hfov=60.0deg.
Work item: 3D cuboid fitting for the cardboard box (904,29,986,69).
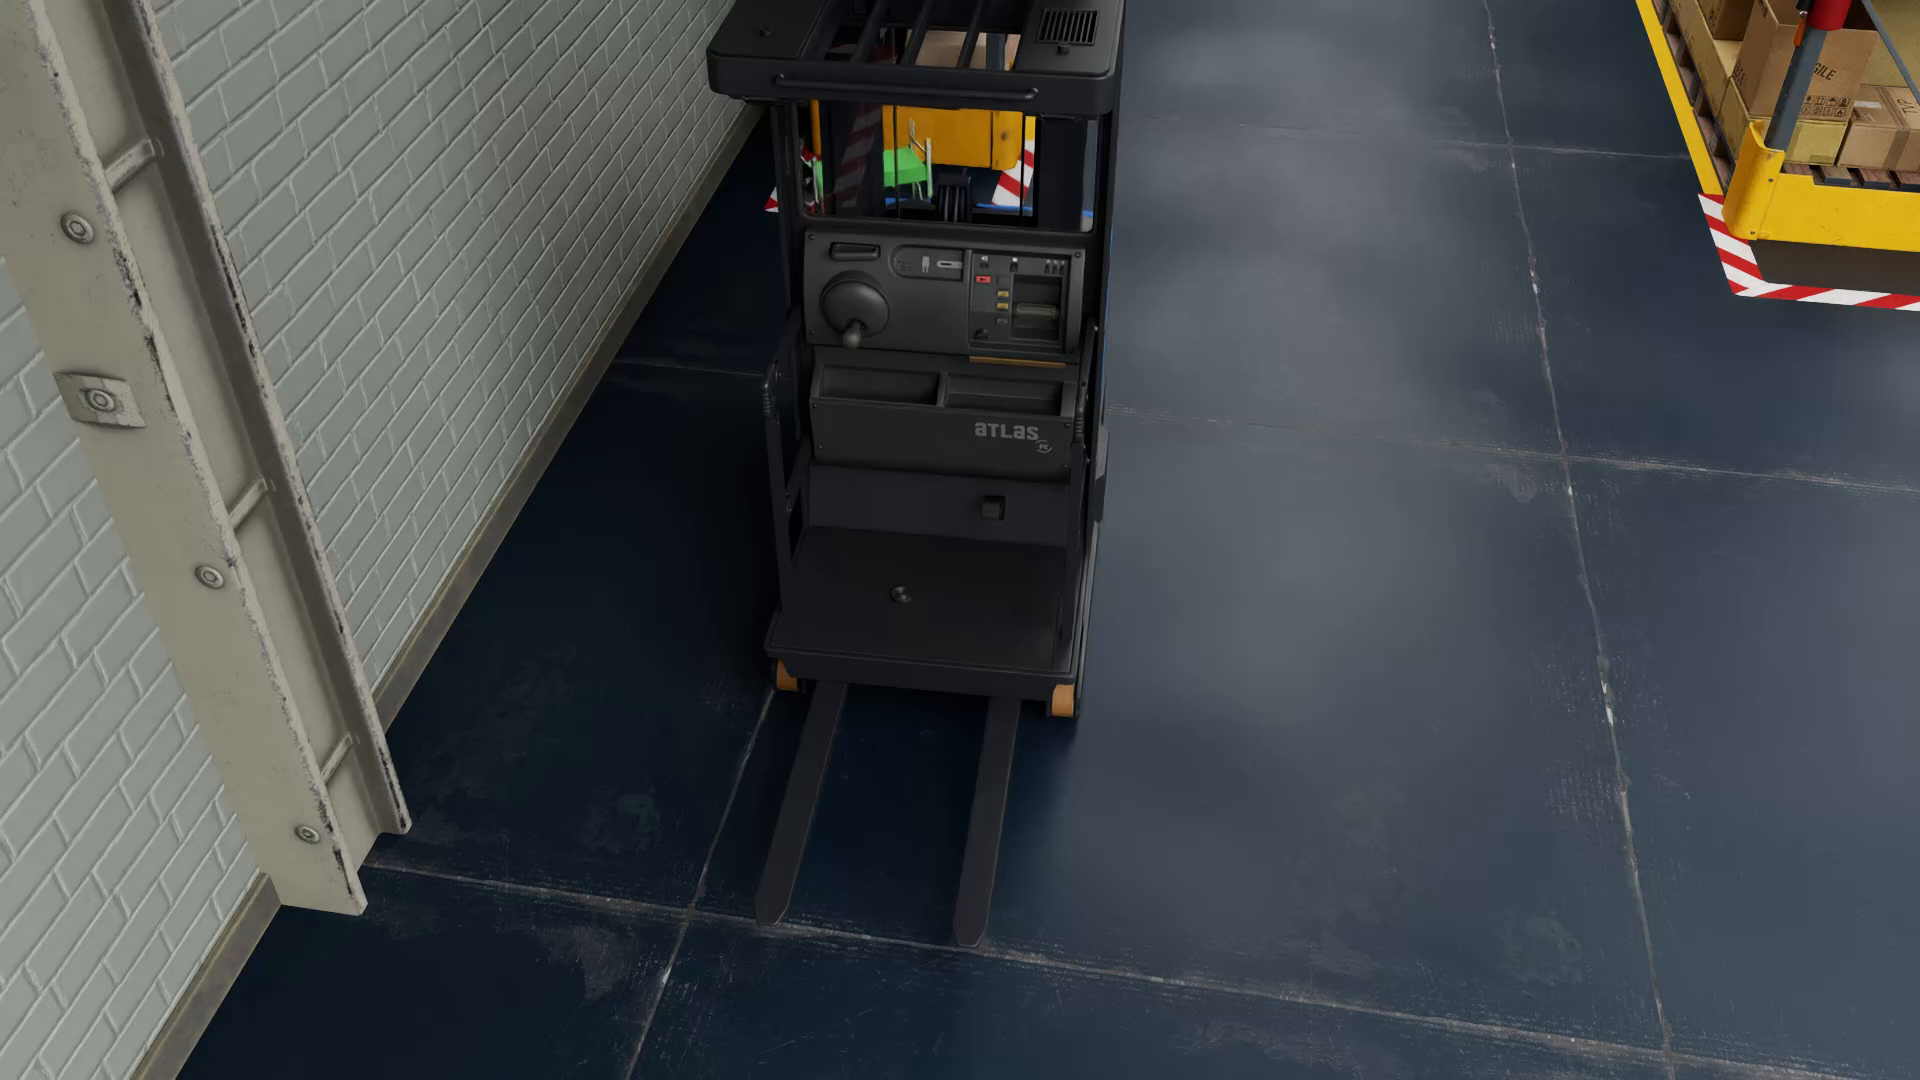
[{"bbox_3d":[-0.051,-2.888,9.654,0.500,0.311,0.500,2,40,3],"label":"cardboard box"}]

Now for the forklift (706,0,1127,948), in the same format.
[{"bbox_3d":[-0.083,-0.733,5.336,1.130,2.935,3.031,5,40,6],"label":"forklift"}]

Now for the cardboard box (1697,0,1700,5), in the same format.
[{"bbox_3d":[4.666,-3.490,9.857,0.500,0.500,0.500,6,40,8],"label":"cardboard box"}]

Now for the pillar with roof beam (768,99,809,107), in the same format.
[{"bbox_3d":[3.250,-5.702,6.585,9.100,9.000,0.400,6,40,8],"label":"pillar with roof beam"}]

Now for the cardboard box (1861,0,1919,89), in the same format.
[{"bbox_3d":[5.017,-2.804,9.027,0.500,0.500,0.500,6,40,8],"label":"cardboard box"}]

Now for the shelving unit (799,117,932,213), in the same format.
[{"bbox_3d":[-0.384,-1.179,7.218,0.503,1.200,0.258,-13,36,-15],"label":"shelving unit"}]

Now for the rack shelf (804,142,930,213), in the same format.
[{"bbox_3d":[-0.395,-1.520,6.981,0.480,0.148,0.258,-13,36,-15],"label":"rack shelf"}]

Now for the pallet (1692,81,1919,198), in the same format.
[{"bbox_3d":[4.711,-2.196,9.241,1.003,0.211,1.213,6,40,8],"label":"pallet"}]

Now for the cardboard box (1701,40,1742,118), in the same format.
[{"bbox_3d":[4.497,-2.573,9.336,0.500,0.250,0.500,6,40,8],"label":"cardboard box"}]

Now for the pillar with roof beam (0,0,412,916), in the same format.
[{"bbox_3d":[2.212,-1.937,2.031,9.100,9.000,0.400,6,40,8],"label":"pillar with roof beam"}]

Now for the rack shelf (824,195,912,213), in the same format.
[{"bbox_3d":[-0.389,-1.324,7.118,0.480,0.148,0.258,-13,36,-15],"label":"rack shelf"}]

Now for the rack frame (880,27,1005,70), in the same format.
[{"bbox_3d":[-0.259,-3.330,8.424,1.000,3.000,0.127,6,40,8],"label":"rack frame"}]

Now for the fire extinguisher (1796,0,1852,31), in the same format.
[{"bbox_3d":[4.142,-2.734,7.763,0.296,0.674,0.183,6,40,8],"label":"fire extinguisher"}]

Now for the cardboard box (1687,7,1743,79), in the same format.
[{"bbox_3d":[4.581,-2.887,9.716,0.500,0.250,0.500,6,40,8],"label":"cardboard box"}]

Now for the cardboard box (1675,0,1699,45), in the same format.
[{"bbox_3d":[4.670,-3.200,10.095,0.500,0.250,0.500,6,40,8],"label":"cardboard box"}]

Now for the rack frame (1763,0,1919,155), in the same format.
[{"bbox_3d":[4.620,-2.786,7.766,1.000,3.000,0.127,6,40,8],"label":"rack frame"}]

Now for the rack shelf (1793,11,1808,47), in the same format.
[{"bbox_3d":[4.966,-3.764,9.514,1.077,0.370,4.000,6,40,8],"label":"rack shelf"}]

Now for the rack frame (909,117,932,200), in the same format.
[{"bbox_3d":[-0.154,-1.231,7.282,0.015,1.200,0.240,-13,36,-15],"label":"rack frame"}]

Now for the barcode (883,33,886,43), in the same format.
[{"bbox_3d":[-0.442,-2.947,9.718,0.001,0.075,0.075,6,40,8],"label":"barcode"}]

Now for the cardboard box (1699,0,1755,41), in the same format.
[{"bbox_3d":[4.579,-3.176,9.477,0.500,0.500,0.500,6,40,8],"label":"cardboard box"}]

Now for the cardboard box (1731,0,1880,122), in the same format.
[{"bbox_3d":[4.420,-2.547,8.716,0.500,0.500,0.500,6,40,8],"label":"cardboard box"}]

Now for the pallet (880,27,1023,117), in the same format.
[{"bbox_3d":[-0.071,-2.809,9.982,1.003,0.211,1.213,6,40,8],"label":"pallet"}]

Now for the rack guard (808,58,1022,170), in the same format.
[{"bbox_3d":[-0.246,-2.415,9.278,1.175,0.500,0.348,6,40,8],"label":"rack guard"}]

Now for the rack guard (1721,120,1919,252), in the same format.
[{"bbox_3d":[4.616,-1.808,8.544,1.175,0.500,0.348,6,40,8],"label":"rack guard"}]

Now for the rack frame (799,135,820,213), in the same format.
[{"bbox_3d":[-0.614,-1.127,7.155,0.015,1.200,0.240,-13,36,-15],"label":"rack frame"}]

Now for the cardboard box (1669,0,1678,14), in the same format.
[{"bbox_3d":[4.750,-3.515,10.476,0.500,0.250,0.500,6,40,8],"label":"cardboard box"}]

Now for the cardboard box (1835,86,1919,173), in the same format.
[{"bbox_3d":[4.932,-2.201,8.886,0.500,0.250,0.500,6,40,8],"label":"cardboard box"}]

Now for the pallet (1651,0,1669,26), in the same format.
[{"bbox_3d":[5.134,-3.728,11.093,1.003,0.211,1.213,6,40,8],"label":"pallet"}]

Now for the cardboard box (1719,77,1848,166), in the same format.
[{"bbox_3d":[4.422,-2.258,8.955,0.500,0.250,0.500,6,40,8],"label":"cardboard box"}]

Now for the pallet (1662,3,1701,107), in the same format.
[{"bbox_3d":[4.925,-2.960,10.164,1.003,0.211,1.213,6,40,8],"label":"pallet"}]

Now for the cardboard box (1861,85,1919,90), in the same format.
[{"bbox_3d":[5.015,-2.515,9.266,0.500,0.250,0.500,6,40,8],"label":"cardboard box"}]
